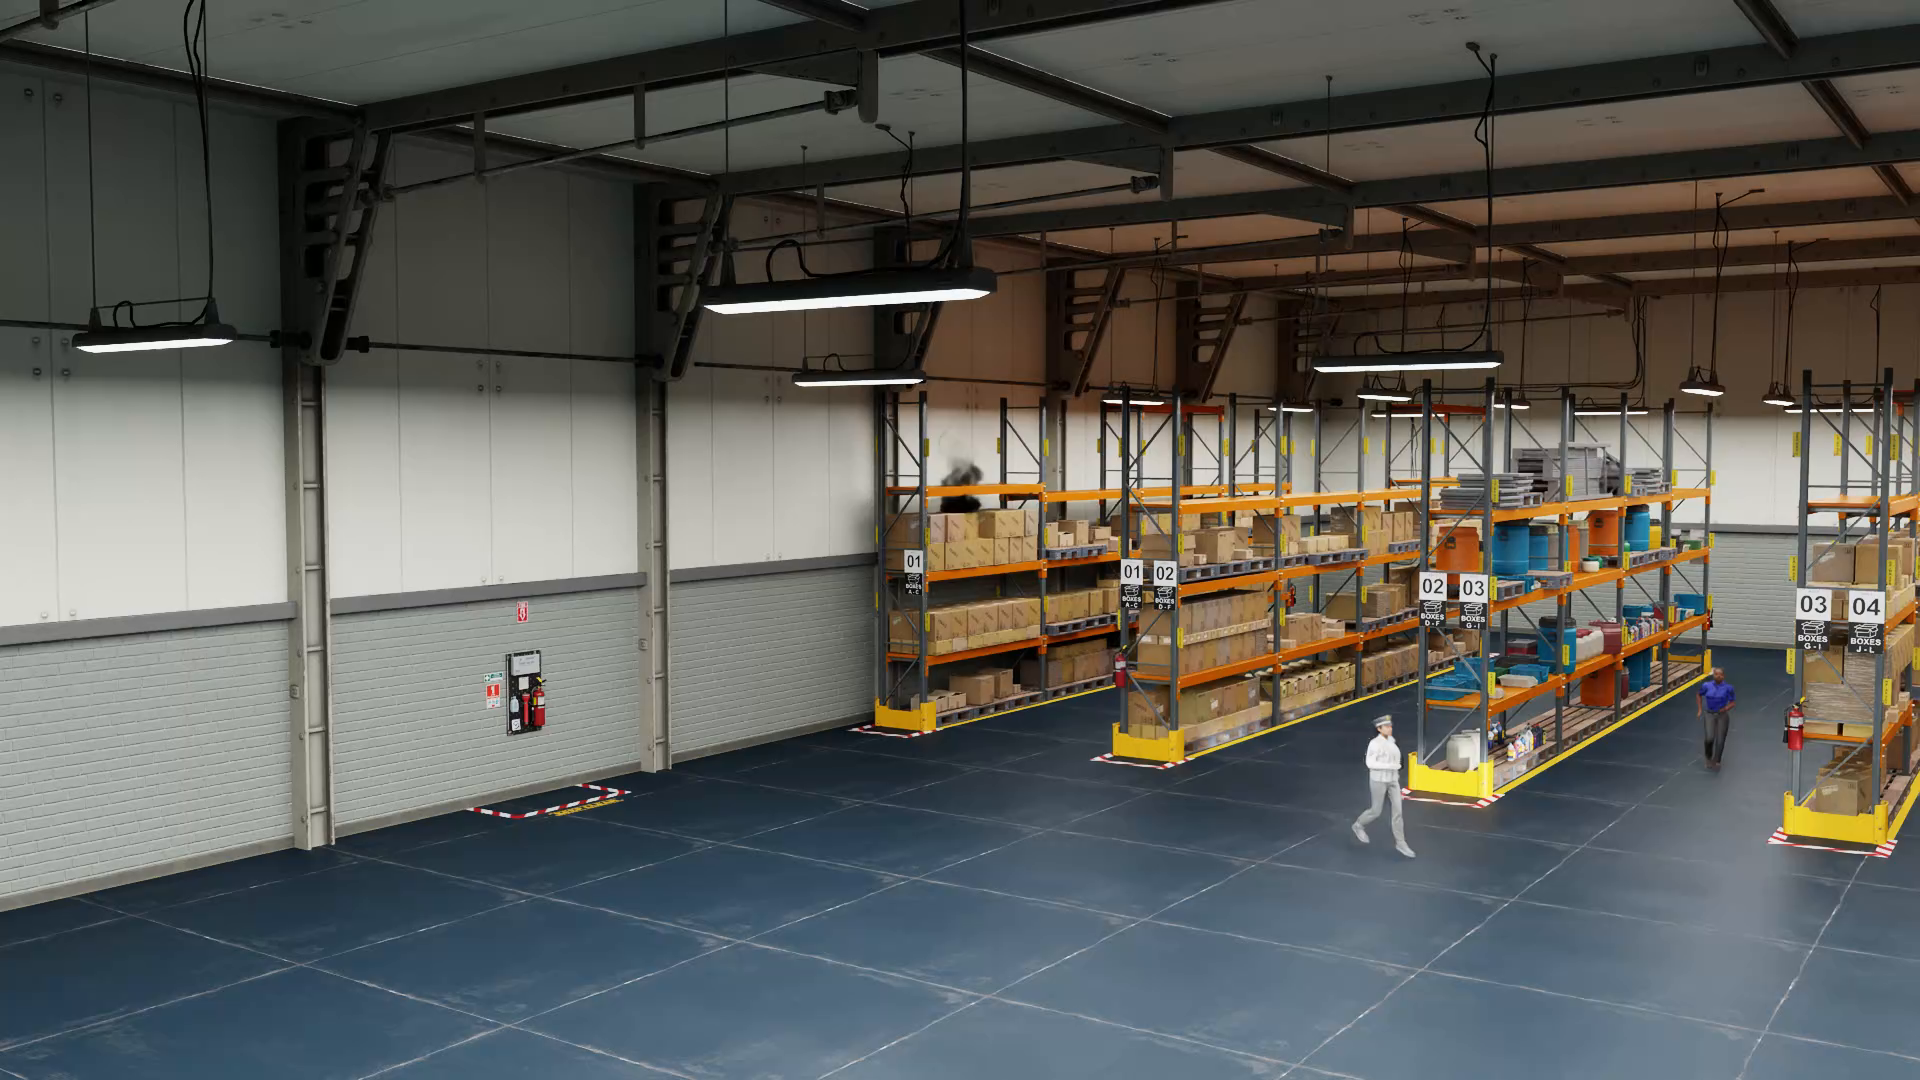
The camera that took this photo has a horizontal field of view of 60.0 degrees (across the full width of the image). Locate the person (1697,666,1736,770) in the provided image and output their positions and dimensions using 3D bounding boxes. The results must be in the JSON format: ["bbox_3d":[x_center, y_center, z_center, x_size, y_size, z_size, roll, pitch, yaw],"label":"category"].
[{"bbox_3d":[11.658,2.754,25.647,0.543,1.613,0.723,1,3,22],"label":"person"}]

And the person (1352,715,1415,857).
[{"bbox_3d":[5.206,2.994,20.503,0.552,1.701,0.920,-2,4,-33],"label":"person"}]
